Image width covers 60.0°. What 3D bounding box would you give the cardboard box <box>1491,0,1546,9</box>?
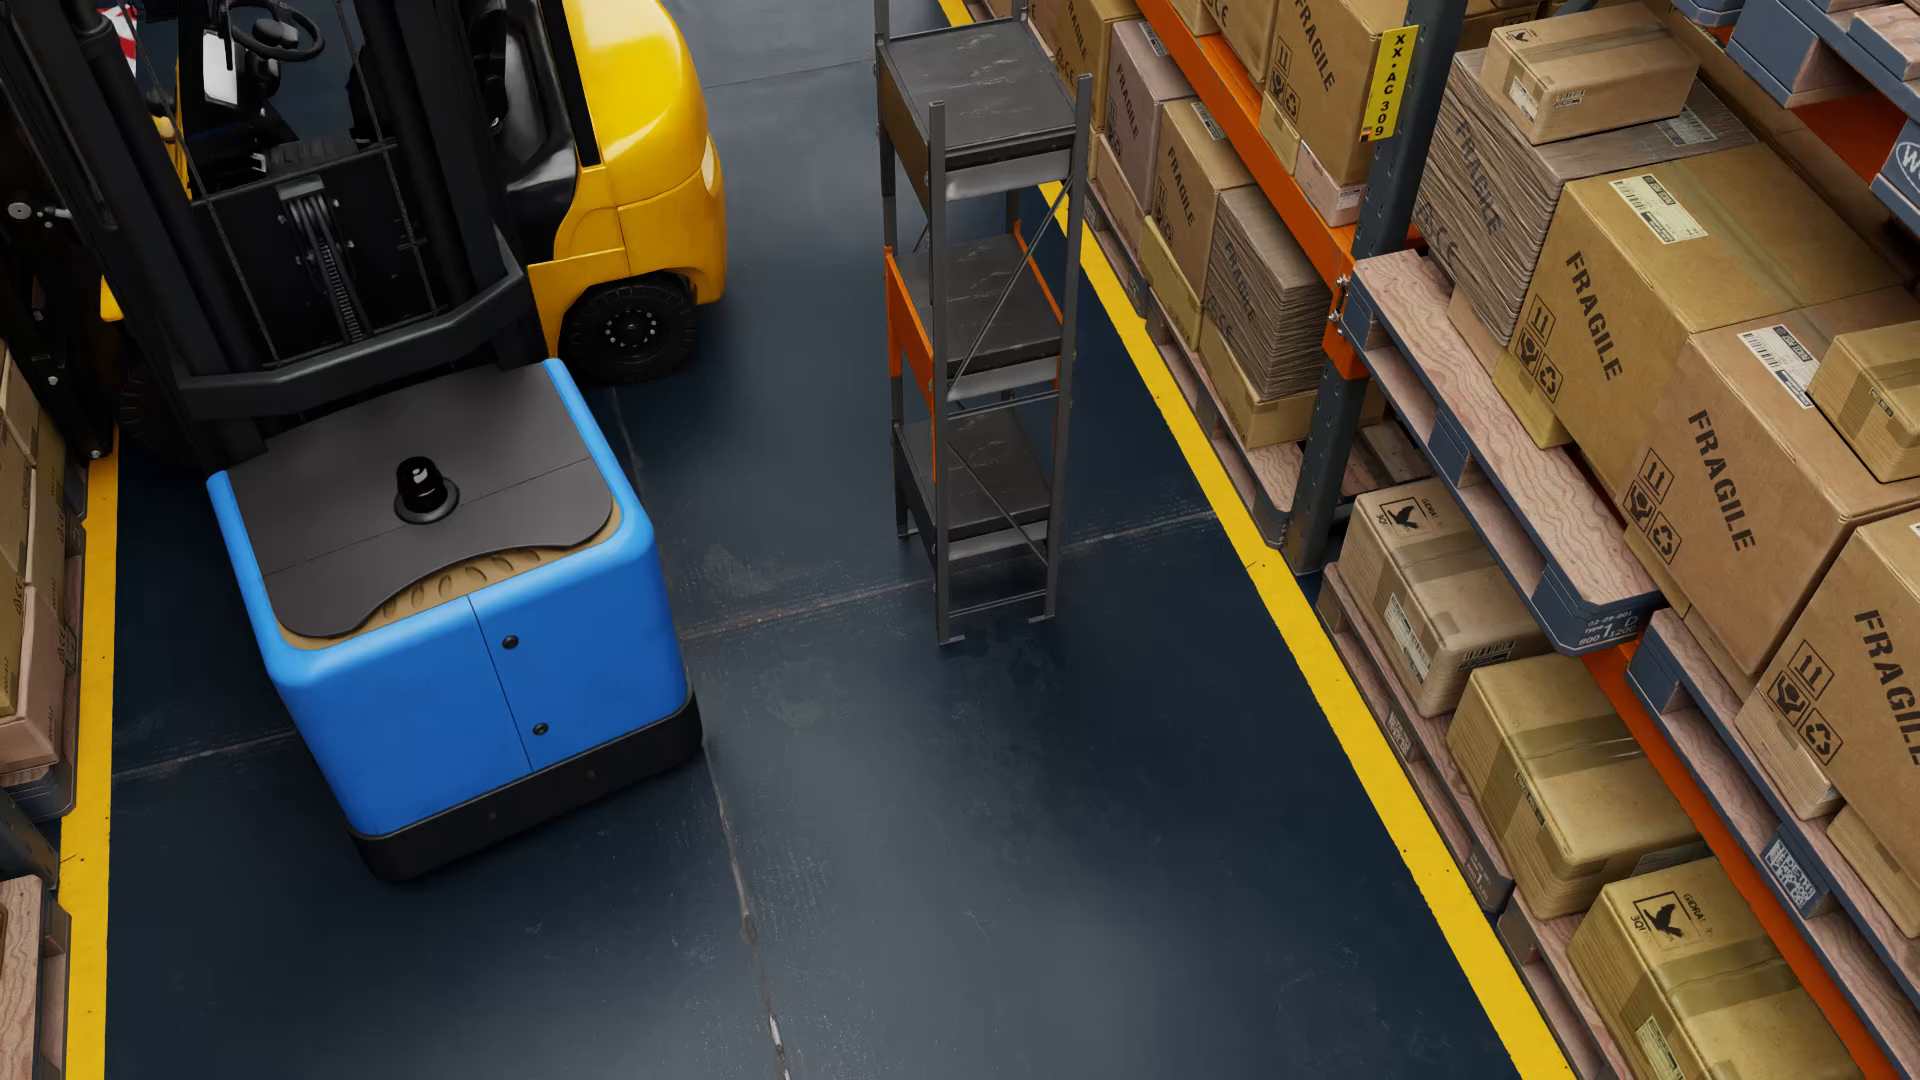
[{"bbox_3d":[1.674,-1.816,4.405,0.700,0.500,0.500,-14,51,-11],"label":"cardboard box"}]

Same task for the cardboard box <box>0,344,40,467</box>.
[{"bbox_3d":[-3.280,-0.440,5.356,0.500,0.250,0.500,-14,51,-11],"label":"cardboard box"}]

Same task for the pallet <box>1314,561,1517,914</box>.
[{"bbox_3d":[1.829,0.472,5.214,1.003,0.211,1.213,-13,51,-11],"label":"pallet"}]

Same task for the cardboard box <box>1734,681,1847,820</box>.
[{"bbox_3d":[1.818,0.384,3.354,0.380,0.149,0.250,-12,51,-10],"label":"cardboard box"}]

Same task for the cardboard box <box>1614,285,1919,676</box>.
[{"bbox_3d":[1.744,-0.121,3.356,0.500,0.500,0.500,-14,51,-11],"label":"cardboard box"}]

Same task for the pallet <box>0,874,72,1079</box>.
[{"bbox_3d":[-2.888,1.558,4.298,1.003,0.211,1.213,-13,51,-11],"label":"pallet"}]

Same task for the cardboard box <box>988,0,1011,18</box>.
[{"bbox_3d":[0.389,-2.514,7.431,0.500,0.250,0.500,-14,51,-11],"label":"cardboard box"}]

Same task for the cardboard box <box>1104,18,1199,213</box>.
[{"bbox_3d":[0.862,-1.601,6.171,0.500,0.500,0.500,-11,51,-9],"label":"cardboard box"}]

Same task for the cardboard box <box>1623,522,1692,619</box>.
[{"bbox_3d":[1.717,-0.003,3.680,0.380,0.149,0.250,-13,51,-10],"label":"cardboard box"}]

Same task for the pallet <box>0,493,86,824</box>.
[{"bbox_3d":[-3.338,0.439,5.242,1.003,0.211,1.213,-13,51,-11],"label":"pallet"}]

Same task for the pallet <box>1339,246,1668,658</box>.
[{"bbox_3d":[1.684,-0.342,4.202,1.003,0.211,1.213,-13,51,-11],"label":"pallet"}]

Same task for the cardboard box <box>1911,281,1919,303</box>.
[{"bbox_3d":[2.248,-0.233,3.450,0.500,0.500,0.500,-12,51,-10],"label":"cardboard box"}]

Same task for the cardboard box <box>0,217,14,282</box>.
[{"bbox_3d":[-3.434,-0.987,5.490,0.500,0.250,0.500,-14,51,-12],"label":"cardboard box"}]

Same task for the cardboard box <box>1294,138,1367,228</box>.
[{"bbox_3d":[1.211,-1.080,4.863,0.380,0.149,0.250,-14,51,-11],"label":"cardboard box"}]

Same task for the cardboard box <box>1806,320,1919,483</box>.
[{"bbox_3d":[1.818,-0.274,3.060,0.380,0.149,0.250,-11,51,-9],"label":"cardboard box"}]

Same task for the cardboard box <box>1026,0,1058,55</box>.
[{"bbox_3d":[0.555,-2.357,6.809,0.500,0.500,0.500,-15,52,-12],"label":"cardboard box"}]

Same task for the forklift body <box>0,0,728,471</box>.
[{"bbox_3d":[-2.023,-1.545,5.646,2.313,2.155,1.214,-13,51,-11],"label":"forklift body"}]

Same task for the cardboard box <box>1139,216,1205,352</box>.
[{"bbox_3d":[0.999,-1.002,6.156,0.500,0.250,0.500,-15,51,-12],"label":"cardboard box"}]

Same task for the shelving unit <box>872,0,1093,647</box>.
[{"bbox_3d":[0.049,-0.556,4.845,0.431,2.100,0.503,-13,51,-11],"label":"shelving unit"}]

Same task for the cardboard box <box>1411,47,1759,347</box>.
[{"bbox_3d":[1.462,-0.851,3.971,0.500,0.500,0.500,-12,51,-10],"label":"cardboard box"}]

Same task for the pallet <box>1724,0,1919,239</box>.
[{"bbox_3d":[1.988,-0.669,2.513,1.213,0.211,1.003,-13,51,-11],"label":"pallet"}]

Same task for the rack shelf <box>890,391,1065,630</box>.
[{"bbox_3d":[0.049,-0.096,5.391,0.431,0.518,0.480,-13,51,-11],"label":"rack shelf"}]

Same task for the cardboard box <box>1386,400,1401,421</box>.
[{"bbox_3d":[1.681,-0.736,5.932,0.500,0.250,0.500,-15,52,-13],"label":"cardboard box"}]

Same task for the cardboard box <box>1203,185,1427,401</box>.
[{"bbox_3d":[1.166,-0.857,5.544,0.500,0.500,0.500,-14,51,-11],"label":"cardboard box"}]

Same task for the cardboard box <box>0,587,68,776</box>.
[{"bbox_3d":[-2.970,0.453,4.930,0.500,0.250,0.500,-13,51,-11],"label":"cardboard box"}]

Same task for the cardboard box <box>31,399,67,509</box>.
[{"bbox_3d":[-3.302,-0.286,5.553,0.500,0.250,0.500,-13,51,-10],"label":"cardboard box"}]

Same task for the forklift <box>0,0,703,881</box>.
[{"bbox_3d":[-1.935,-1.089,4.751,1.130,2.935,3.031,-22,53,-18],"label":"forklift"}]

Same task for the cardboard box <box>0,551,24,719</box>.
[{"bbox_3d":[-2.991,0.297,4.735,0.500,0.250,0.500,-14,51,-11],"label":"cardboard box"}]

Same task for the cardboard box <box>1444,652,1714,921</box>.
[{"bbox_3d":[1.971,0.624,4.706,0.950,0.372,0.625,-10,51,-9],"label":"cardboard box"}]

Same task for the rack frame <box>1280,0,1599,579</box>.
[{"bbox_3d":[1.597,-0.995,4.627,1.000,3.000,0.127,-13,51,-11],"label":"rack frame"}]

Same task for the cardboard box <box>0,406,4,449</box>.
[{"bbox_3d":[-3.128,-0.241,4.861,0.500,0.250,0.500,-13,51,-11],"label":"cardboard box"}]

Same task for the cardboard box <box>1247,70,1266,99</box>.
[{"bbox_3d":[1.128,-1.468,5.190,0.380,0.149,0.250,-13,51,-11],"label":"cardboard box"}]

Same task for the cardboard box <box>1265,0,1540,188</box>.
[{"bbox_3d":[1.228,-1.391,4.701,0.500,0.500,0.500,-14,51,-12],"label":"cardboard box"}]

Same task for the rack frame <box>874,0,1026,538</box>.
[{"bbox_3d":[-0.023,-0.734,4.996,0.400,2.100,0.015,-13,51,-11],"label":"rack frame"}]

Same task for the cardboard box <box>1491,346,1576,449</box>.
[{"bbox_3d":[1.524,-0.390,4.006,0.380,0.149,0.250,-12,51,-10],"label":"cardboard box"}]

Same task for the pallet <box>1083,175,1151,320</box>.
[{"bbox_3d":[1.001,-1.471,6.852,1.003,0.211,1.213,-13,51,-11],"label":"pallet"}]

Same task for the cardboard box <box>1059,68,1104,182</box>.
[{"bbox_3d":[0.706,-1.744,6.782,0.500,0.250,0.500,-10,51,-9],"label":"cardboard box"}]

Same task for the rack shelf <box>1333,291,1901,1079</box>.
[{"bbox_3d":[2.189,0.698,3.670,1.077,0.370,4.000,-13,51,-11],"label":"rack shelf"}]

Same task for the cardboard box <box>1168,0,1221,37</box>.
[{"bbox_3d":[0.908,-1.821,5.488,0.380,0.149,0.250,-14,51,-12],"label":"cardboard box"}]

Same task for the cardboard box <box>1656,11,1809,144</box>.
[{"bbox_3d":[1.953,-0.973,4.074,0.500,0.500,0.500,-14,51,-12],"label":"cardboard box"}]
